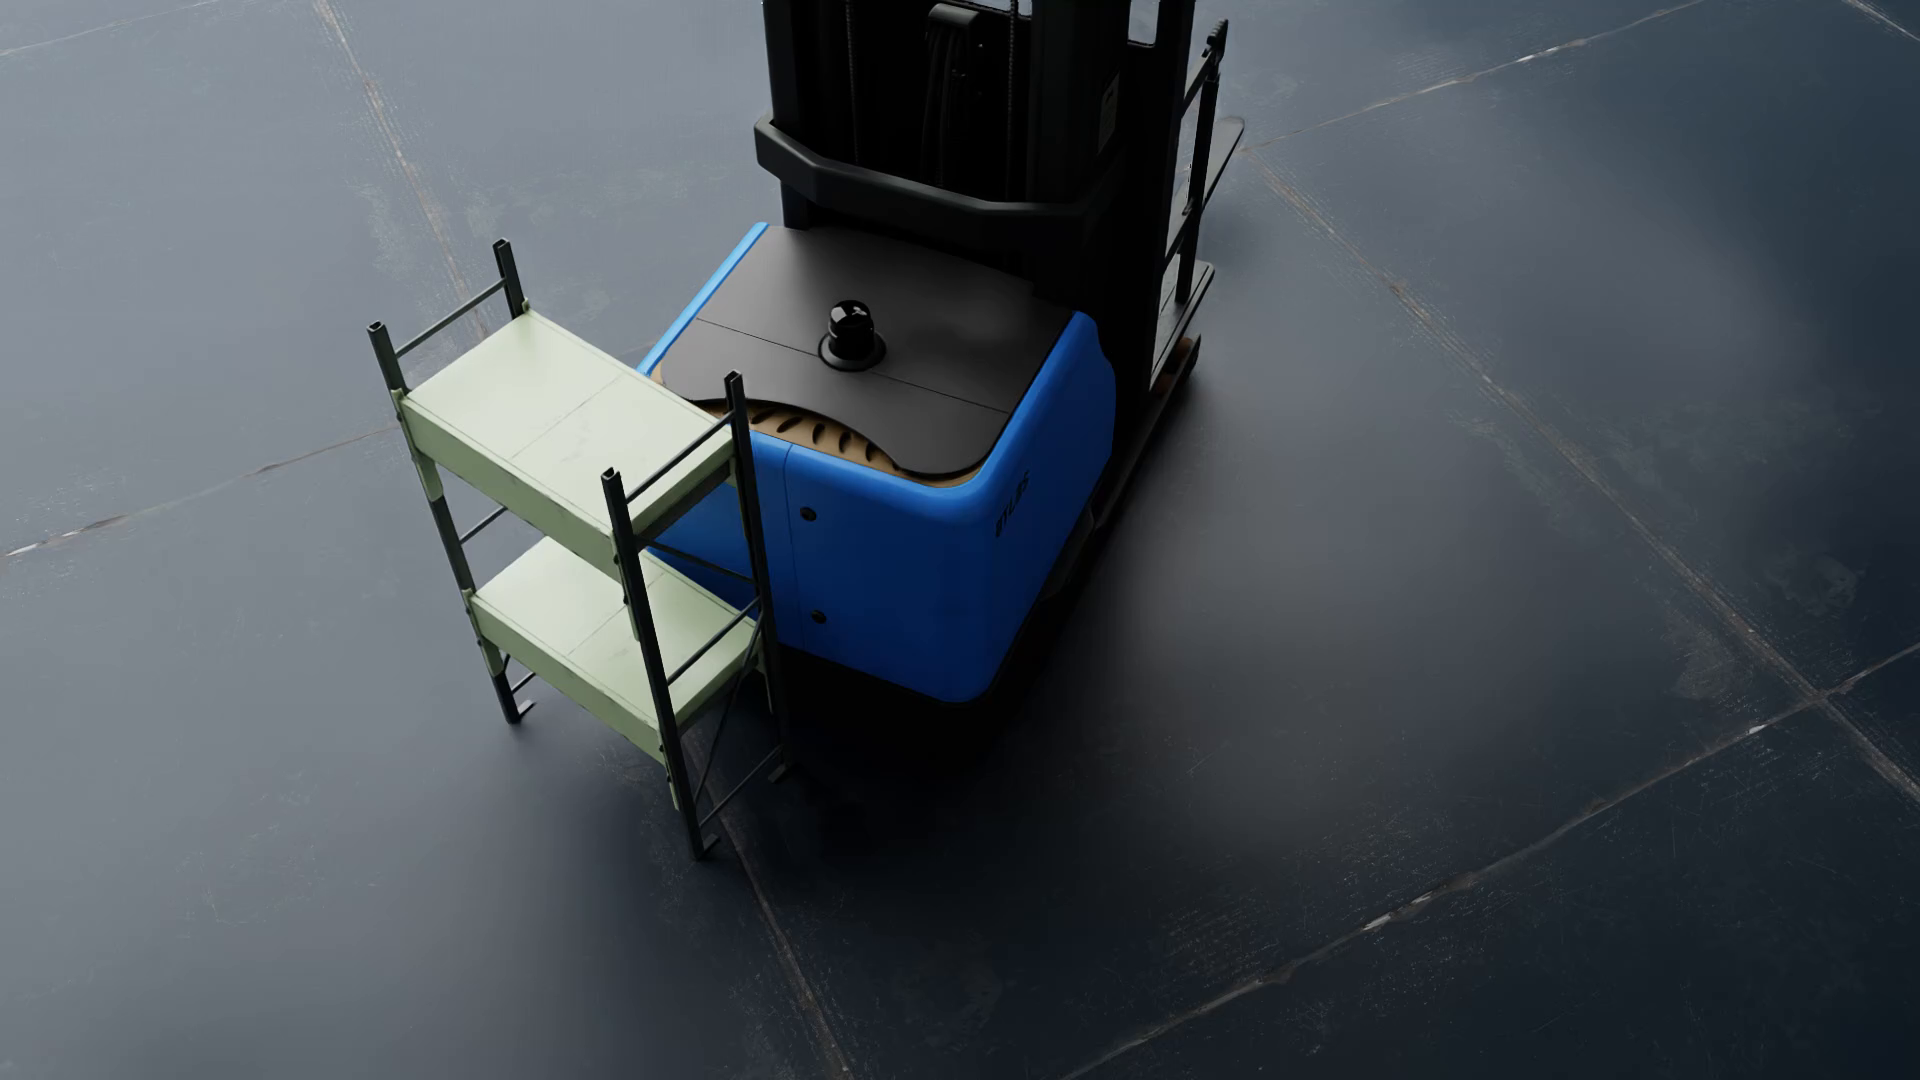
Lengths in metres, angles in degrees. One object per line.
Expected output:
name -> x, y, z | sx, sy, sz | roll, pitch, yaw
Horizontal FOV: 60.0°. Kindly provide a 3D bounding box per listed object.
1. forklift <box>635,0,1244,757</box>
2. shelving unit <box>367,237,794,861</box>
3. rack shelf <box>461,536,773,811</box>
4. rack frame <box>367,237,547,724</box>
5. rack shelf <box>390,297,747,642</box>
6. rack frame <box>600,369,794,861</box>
forklift -> 0.174, -1.489, 4.606 | 1.130, 2.935, 3.031 | 18, 51, 15
shelving unit -> -0.889, 0.080, 4.183 | 0.755, 1.500, 0.431 | 30, 55, 24
rack shelf -> -0.889, 0.295, 4.429 | 0.720, 0.370, 0.431 | 30, 55, 24
rack frame -> -1.178, -0.088, 4.331 | 0.023, 1.500, 0.400 | 30, 55, 24
rack shelf -> -0.889, -0.176, 3.890 | 0.720, 0.370, 0.431 | 30, 55, 24
rack frame -> -0.599, 0.249, 4.036 | 0.023, 1.500, 0.400 | 30, 55, 24
